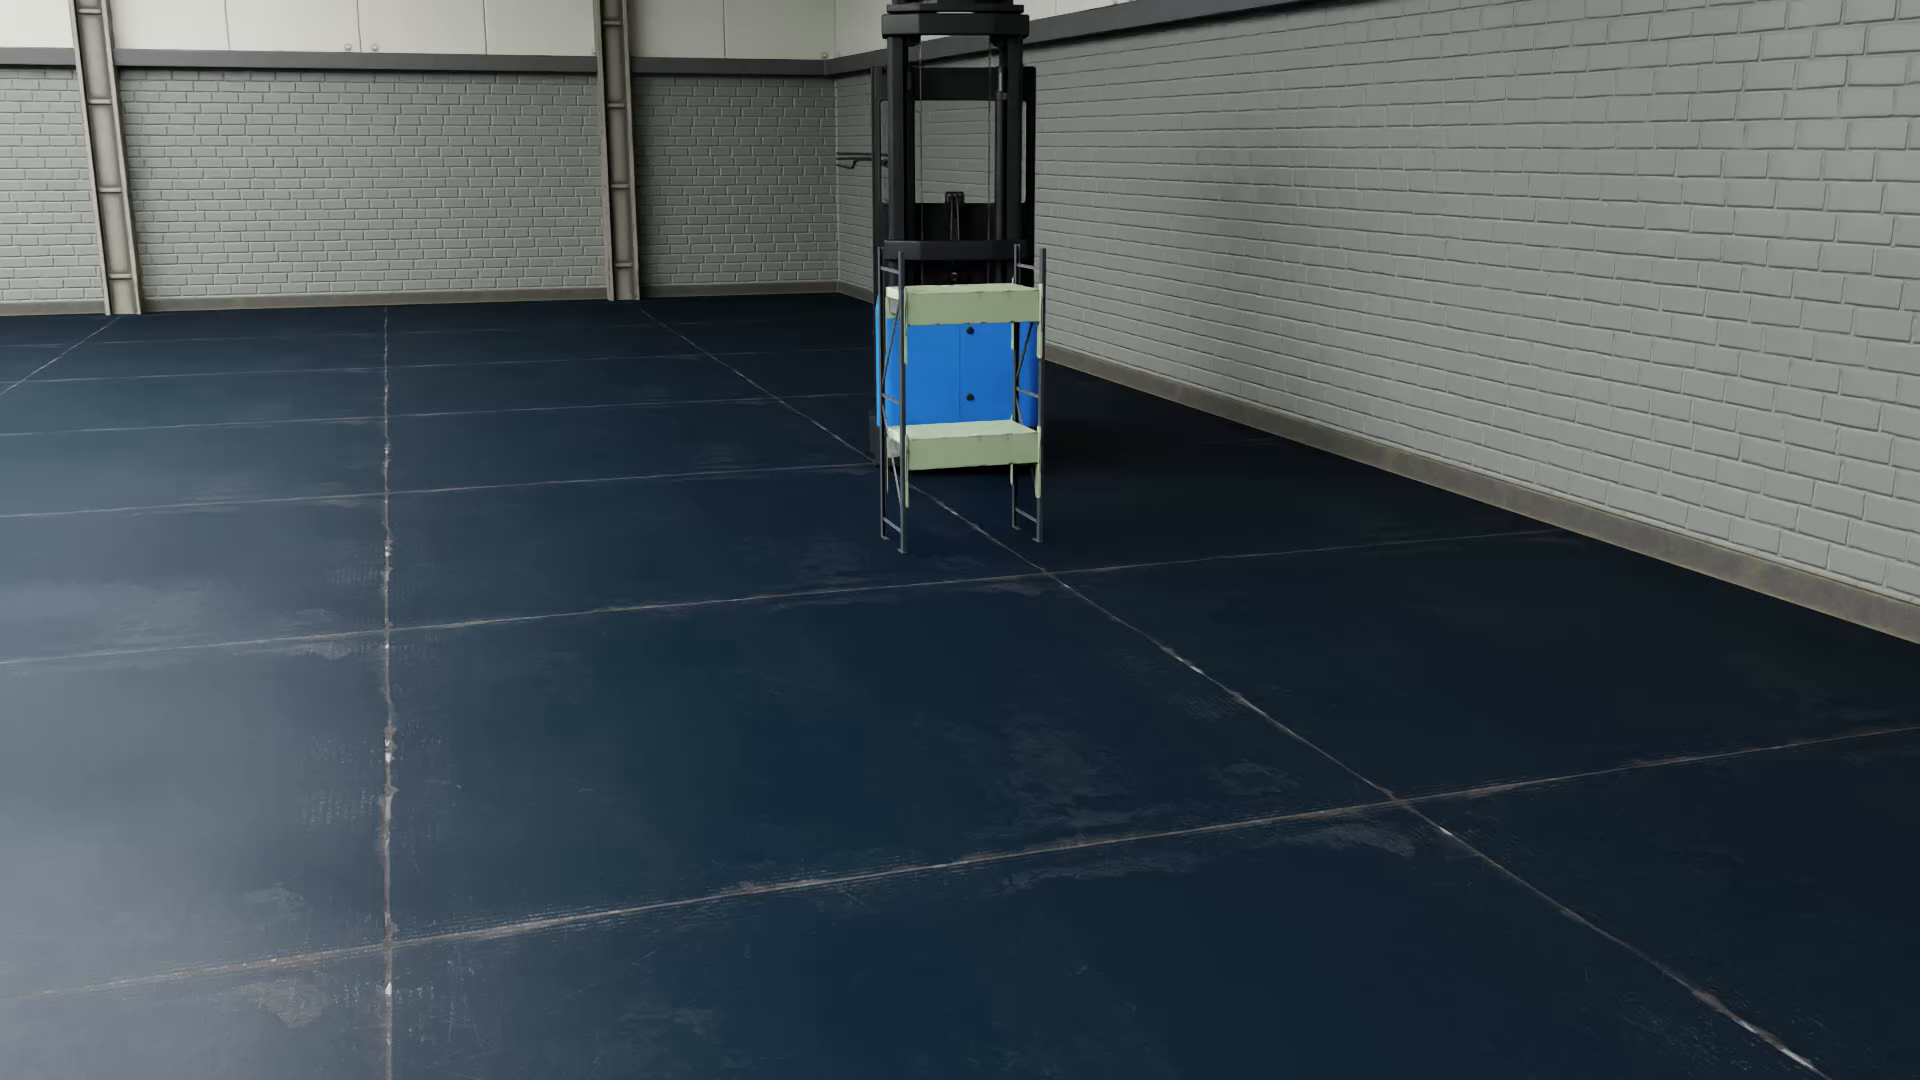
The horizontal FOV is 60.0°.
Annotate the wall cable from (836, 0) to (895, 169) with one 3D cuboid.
[{"bbox_3d":[-1.255,-5.994,21.108,0.112,2.526,3.097,-4,14,-18],"label":"wall cable"}]

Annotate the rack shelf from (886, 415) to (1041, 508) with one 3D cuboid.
[{"bbox_3d":[0.006,-0.413,8.547,0.720,0.370,0.431,-4,14,-18],"label":"rack shelf"}]

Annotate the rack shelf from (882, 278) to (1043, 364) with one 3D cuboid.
[{"bbox_3d":[0.006,-1.110,8.381,0.720,0.370,0.431,-4,14,-18],"label":"rack shelf"}]

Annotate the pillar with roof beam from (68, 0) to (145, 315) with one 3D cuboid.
[{"bbox_3d":[-8.783,-6.191,15.223,0.400,9.000,9.100,-4,14,-18],"label":"pillar with roof beam"}]

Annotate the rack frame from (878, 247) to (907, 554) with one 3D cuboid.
[{"bbox_3d":[-0.341,-0.703,8.358,0.023,1.500,0.400,-4,14,-18],"label":"rack frame"}]

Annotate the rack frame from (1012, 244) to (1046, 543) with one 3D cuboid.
[{"bbox_3d":[0.353,-0.757,8.585,0.023,1.500,0.400,-4,14,-18],"label":"rack frame"}]

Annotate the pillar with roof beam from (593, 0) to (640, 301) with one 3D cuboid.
[{"bbox_3d":[-3.096,-6.633,17.084,0.400,9.000,9.100,-4,14,-18],"label":"pillar with roof beam"}]

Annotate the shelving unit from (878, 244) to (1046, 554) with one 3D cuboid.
[{"bbox_3d":[0.006,-0.730,8.471,0.755,1.500,0.431,-4,14,-18],"label":"shelving unit"}]

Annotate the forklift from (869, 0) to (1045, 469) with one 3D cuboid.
[{"bbox_3d":[-0.053,-2.158,11.381,1.130,2.935,3.031,0,13,-2],"label":"forklift"}]
